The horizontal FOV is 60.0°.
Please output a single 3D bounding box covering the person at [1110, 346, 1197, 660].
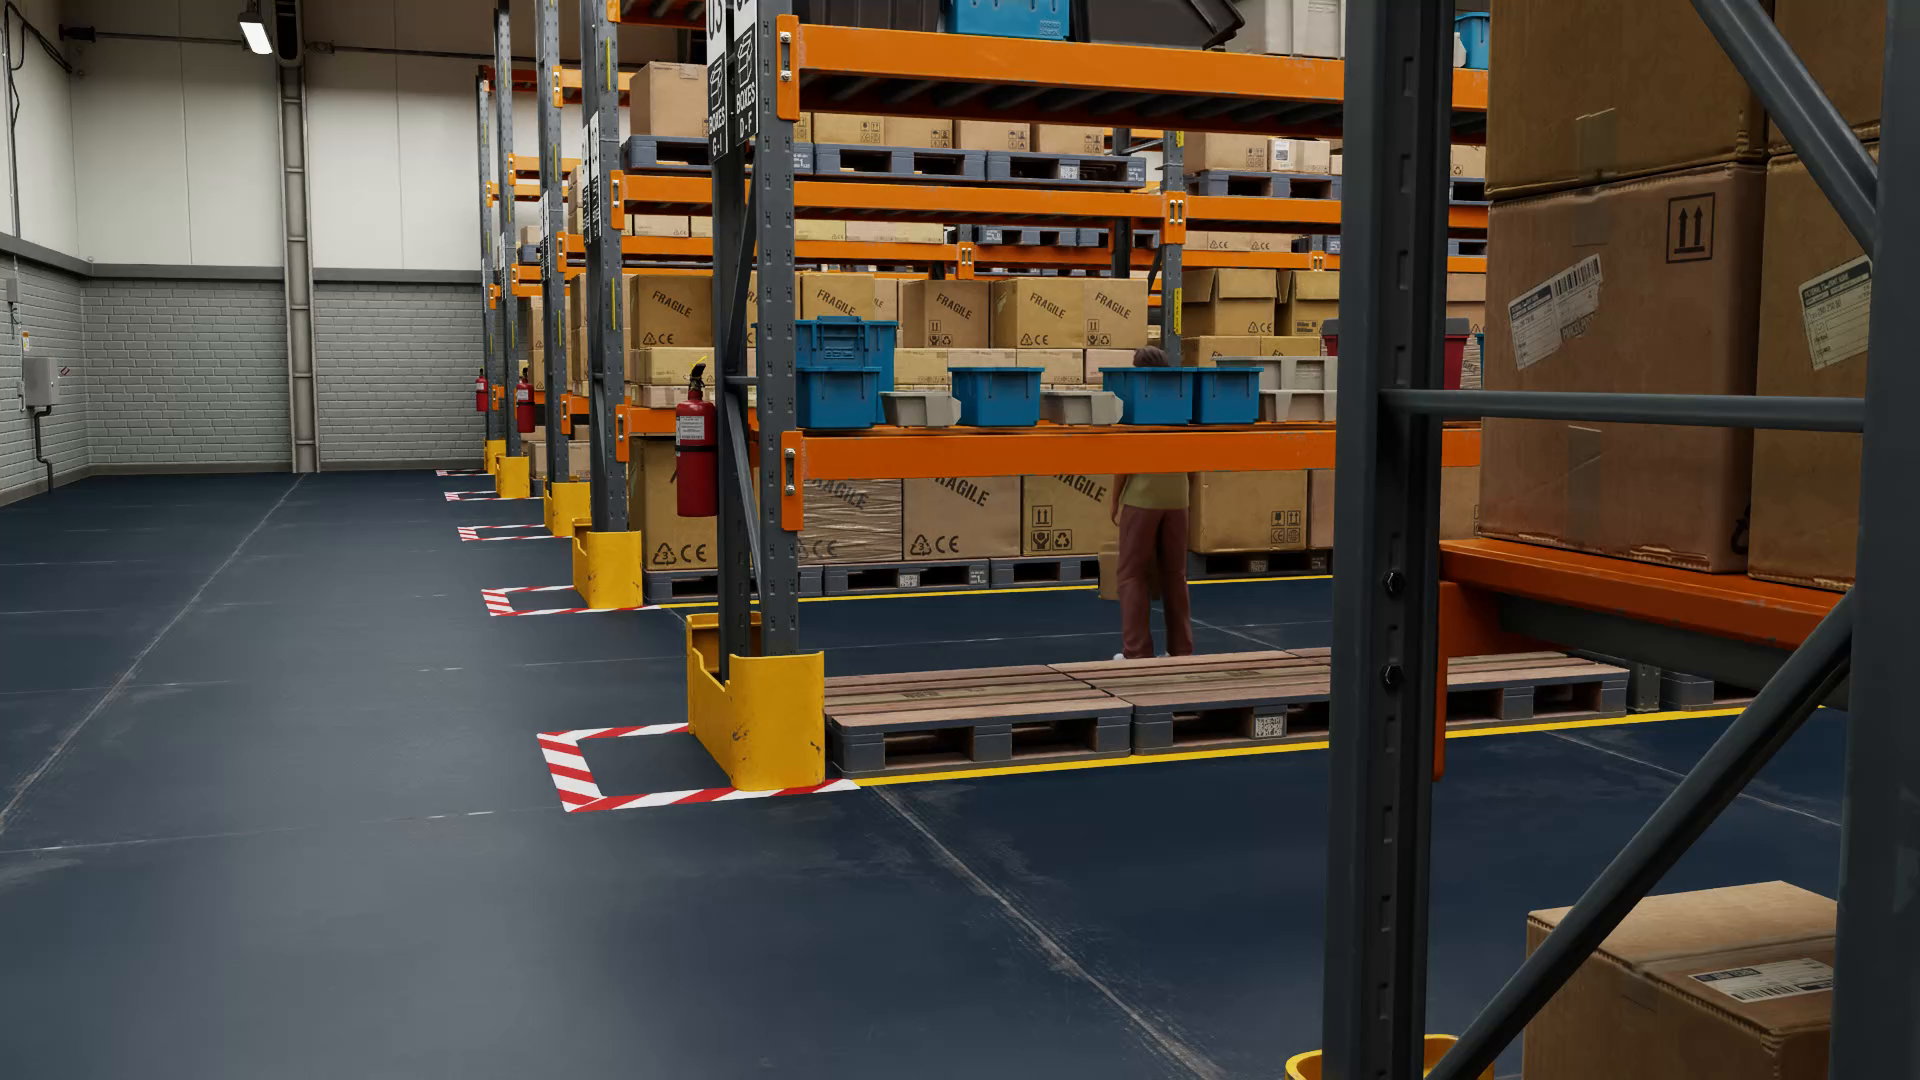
[{"bbox_3d":[0.994,-0.160,8.579,0.483,1.675,0.359,-2,6,-20],"label":"person"}]
